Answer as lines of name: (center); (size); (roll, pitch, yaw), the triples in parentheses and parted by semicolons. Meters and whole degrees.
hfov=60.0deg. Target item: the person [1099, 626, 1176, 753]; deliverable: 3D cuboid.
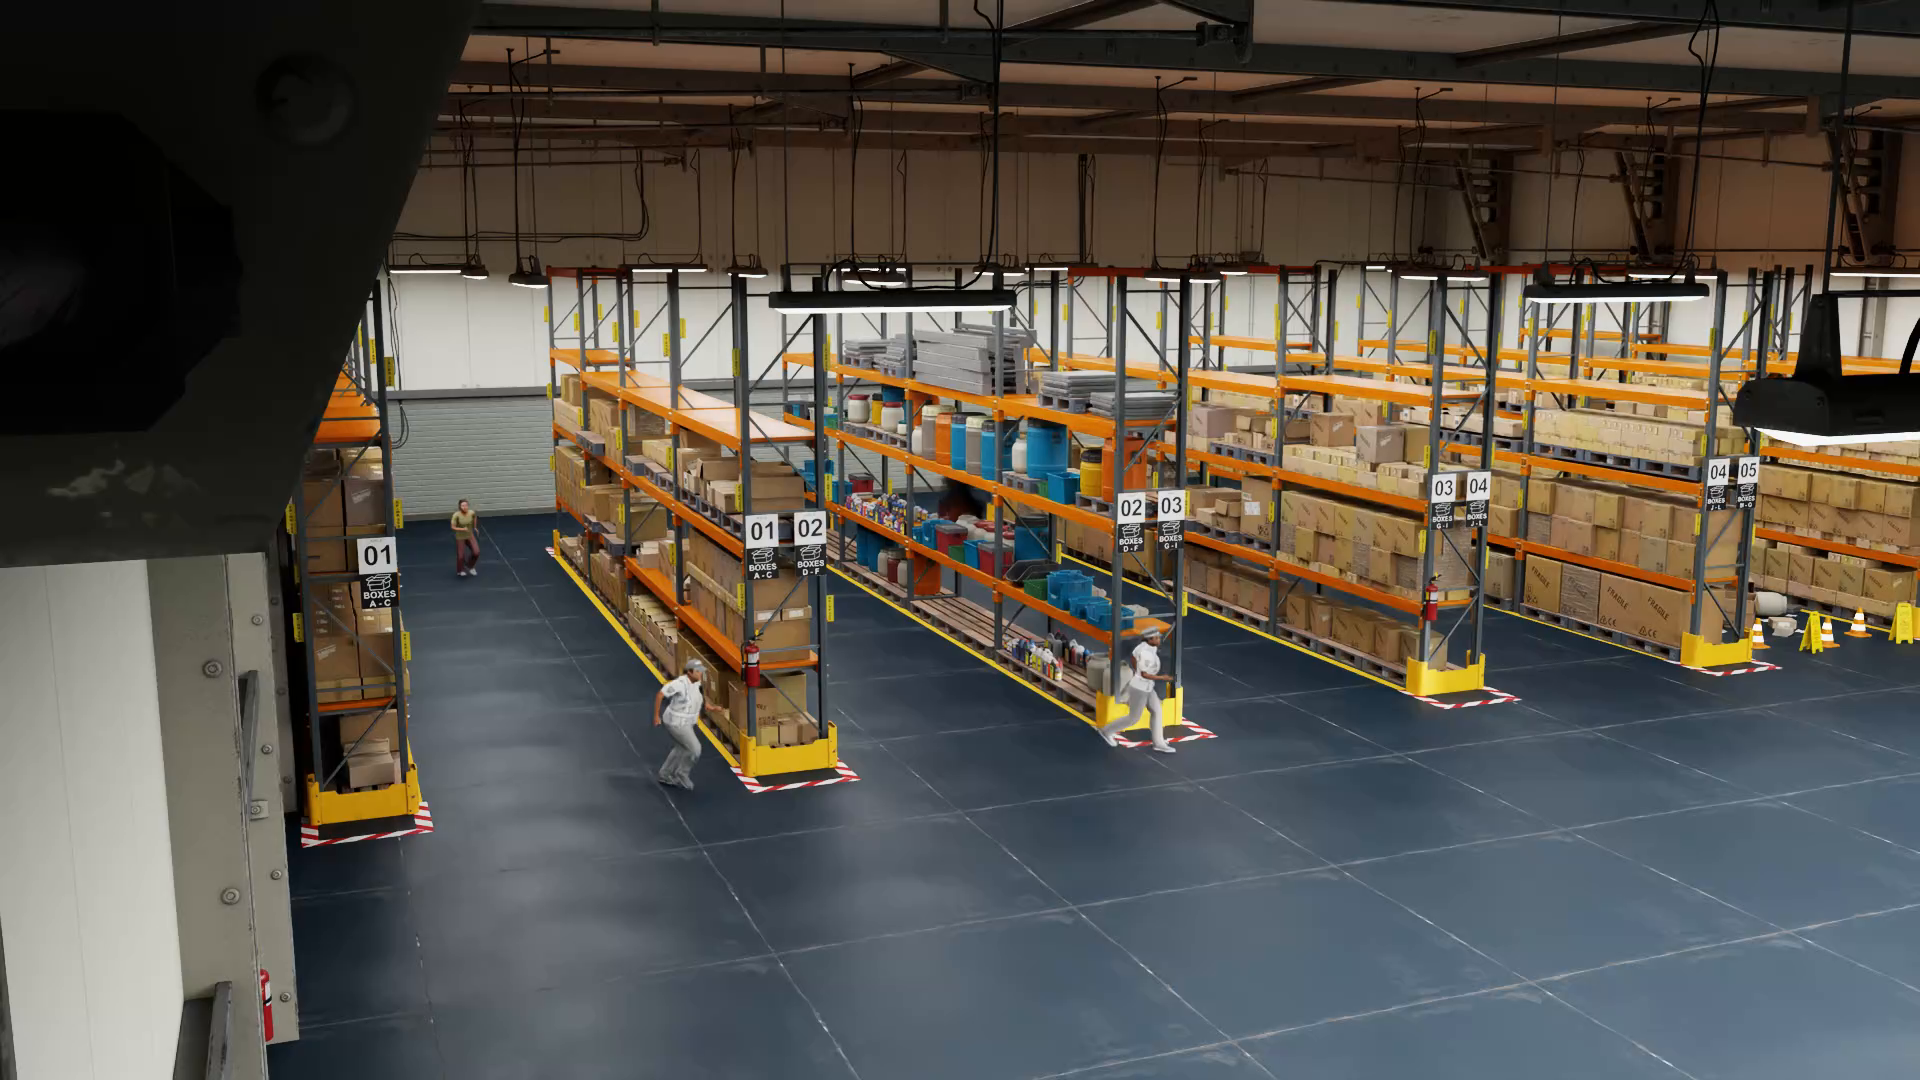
person: (2.253, 1.880, 21.016); (0.971, 1.661, 0.556); (2, 10, 13)

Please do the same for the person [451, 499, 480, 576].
person: (-9.624, -0.044, 32.348); (0.588, 1.561, 0.838); (-7, 12, -35)

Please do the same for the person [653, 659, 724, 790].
person: (-3.260, 2.176, 19.687); (0.844, 1.591, 0.618); (4, 11, 22)
